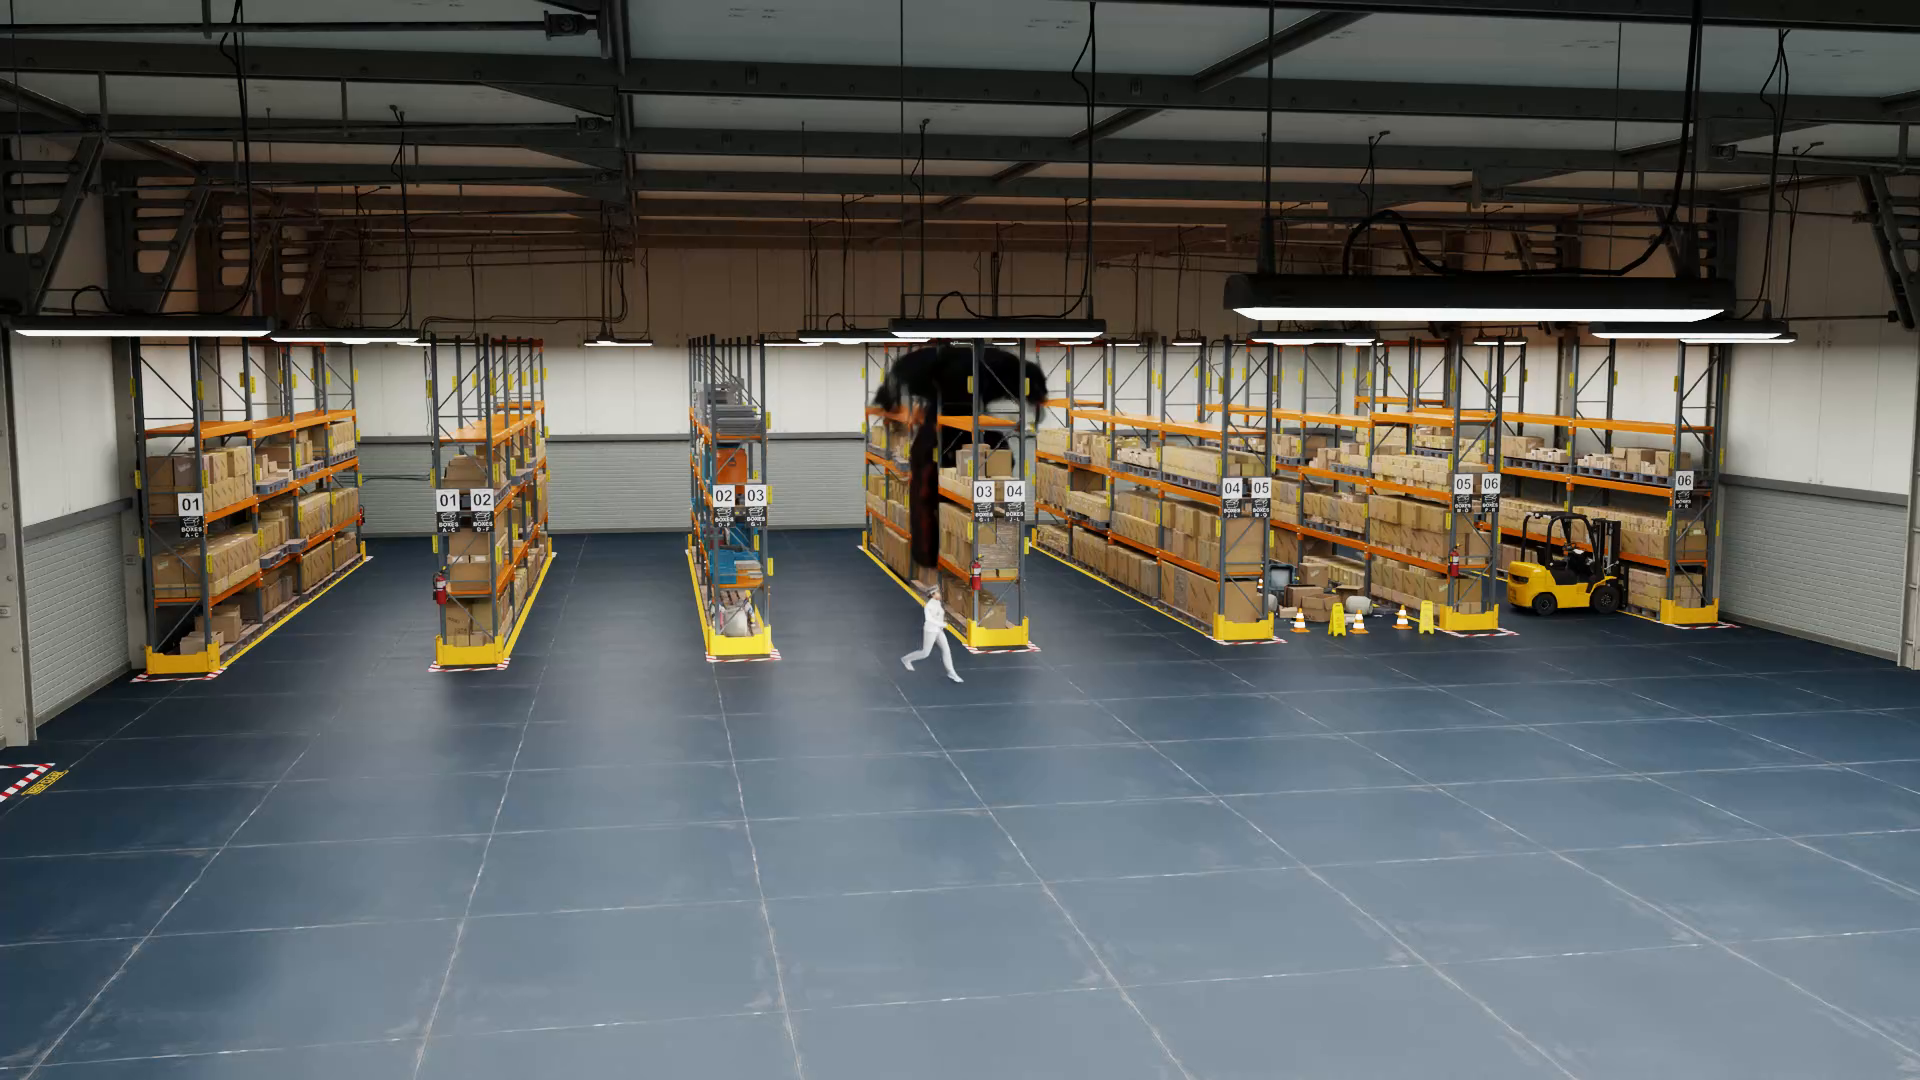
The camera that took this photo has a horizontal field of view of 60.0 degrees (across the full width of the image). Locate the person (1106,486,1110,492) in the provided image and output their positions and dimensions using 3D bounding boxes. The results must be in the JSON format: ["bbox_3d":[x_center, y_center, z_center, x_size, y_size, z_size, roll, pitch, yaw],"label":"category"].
[{"bbox_3d":[4.353,-0.750,49.061,0.773,1.720,0.594,-5,8,-38],"label":"person"}]

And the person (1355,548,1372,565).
[{"bbox_3d":[10.475,-0.013,43.011,0.593,1.622,0.545,-2,7,-17],"label":"person"}]

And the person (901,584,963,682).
[{"bbox_3d":[-0.496,1.607,28.771,1.094,1.704,0.583,3,7,22],"label":"person"}]

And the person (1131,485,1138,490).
[{"bbox_3d":[5.442,-0.864,50.575,0.721,1.622,0.548,-1,7,-6],"label":"person"}]
